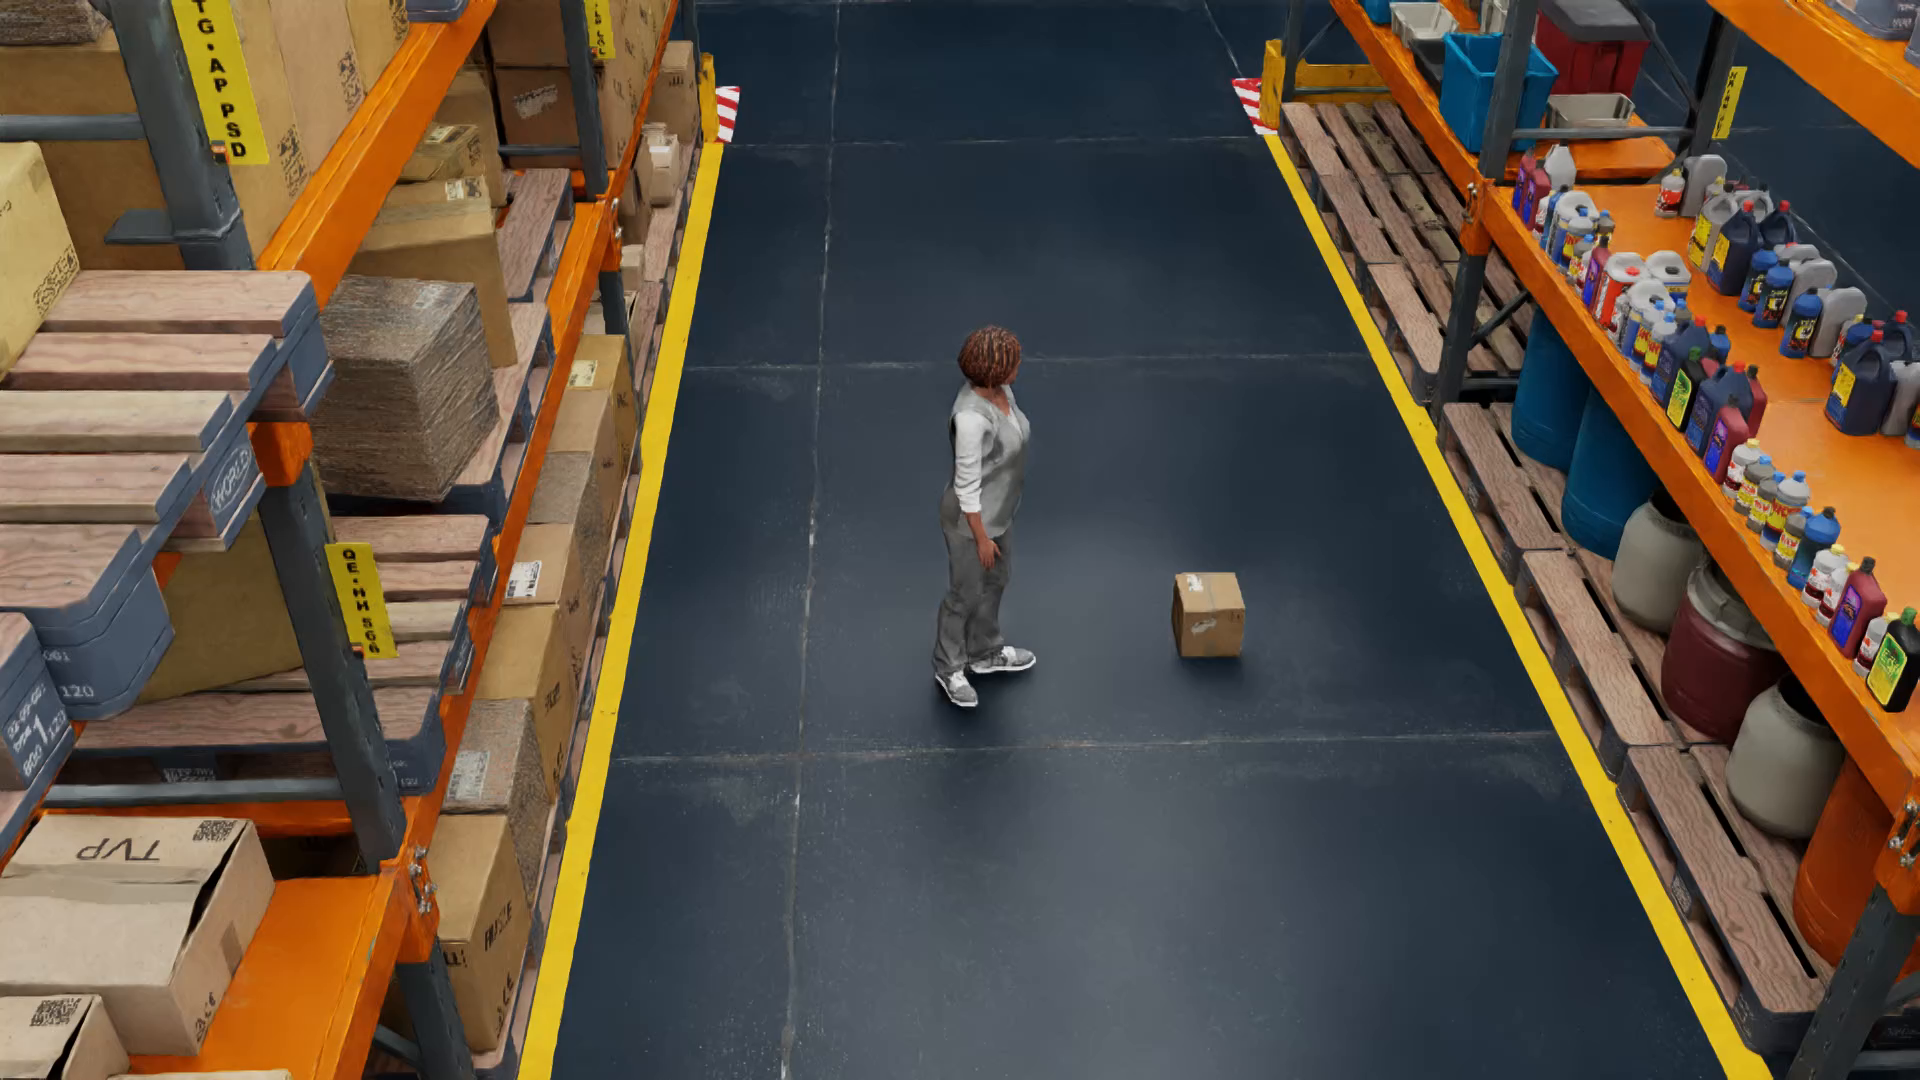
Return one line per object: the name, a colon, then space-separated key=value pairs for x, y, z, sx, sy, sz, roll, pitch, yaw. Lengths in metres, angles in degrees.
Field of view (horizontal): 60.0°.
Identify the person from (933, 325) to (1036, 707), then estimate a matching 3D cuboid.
person: x=0.080 y=-0.090 z=6.246 sx=0.369 sy=1.600 sz=0.434 roll=12 pitch=37 yaw=16
